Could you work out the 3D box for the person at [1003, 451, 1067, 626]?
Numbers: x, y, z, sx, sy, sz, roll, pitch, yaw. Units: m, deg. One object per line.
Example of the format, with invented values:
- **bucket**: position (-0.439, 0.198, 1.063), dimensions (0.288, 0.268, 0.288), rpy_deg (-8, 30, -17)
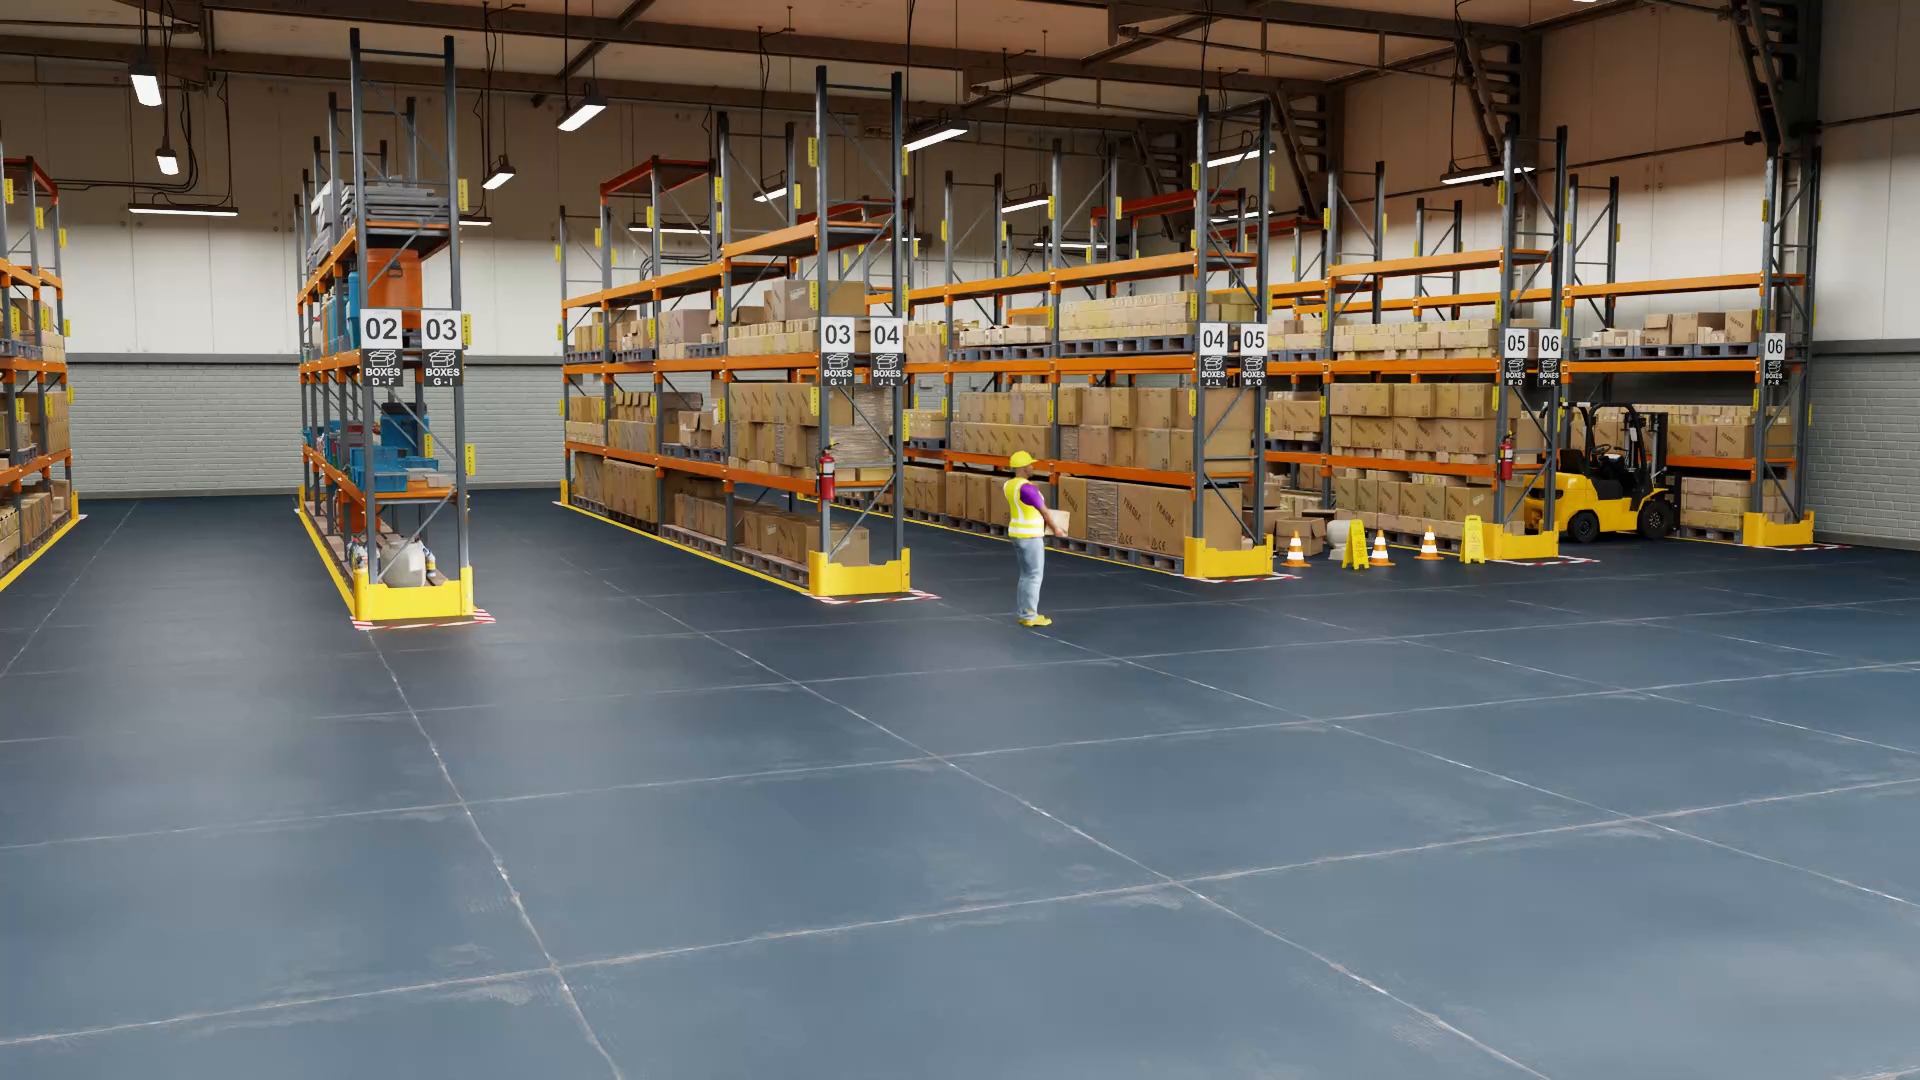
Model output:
- **person**: position (0.764, -0.024, 16.925), dimensions (0.577, 1.760, 0.503), rpy_deg (-2, 6, -23)
